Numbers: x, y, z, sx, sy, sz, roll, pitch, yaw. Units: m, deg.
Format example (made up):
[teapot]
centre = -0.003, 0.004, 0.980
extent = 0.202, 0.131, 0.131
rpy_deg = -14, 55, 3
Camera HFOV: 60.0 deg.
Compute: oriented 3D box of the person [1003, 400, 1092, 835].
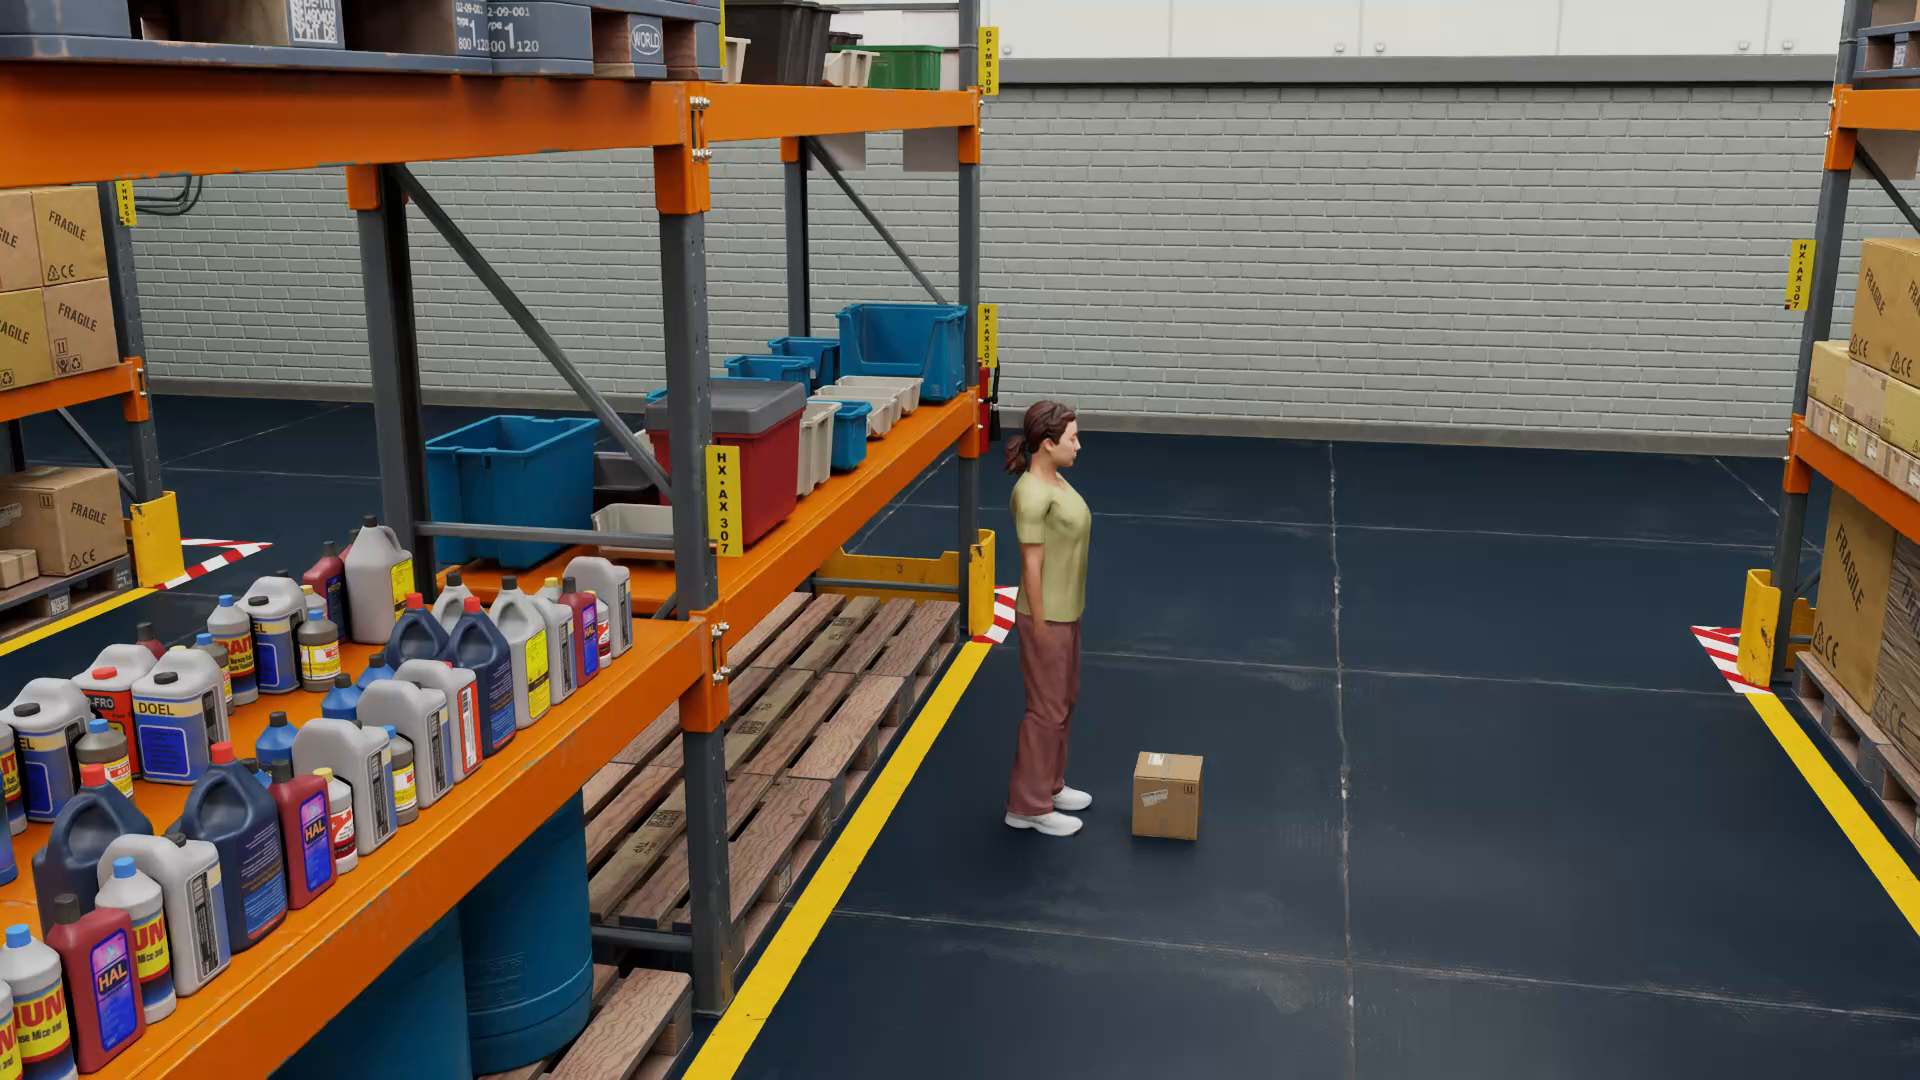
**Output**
[person]
centre = 0.335, 0.289, 6.438
extent = 0.359, 1.671, 0.442
rpy_deg = 3, 15, 12
